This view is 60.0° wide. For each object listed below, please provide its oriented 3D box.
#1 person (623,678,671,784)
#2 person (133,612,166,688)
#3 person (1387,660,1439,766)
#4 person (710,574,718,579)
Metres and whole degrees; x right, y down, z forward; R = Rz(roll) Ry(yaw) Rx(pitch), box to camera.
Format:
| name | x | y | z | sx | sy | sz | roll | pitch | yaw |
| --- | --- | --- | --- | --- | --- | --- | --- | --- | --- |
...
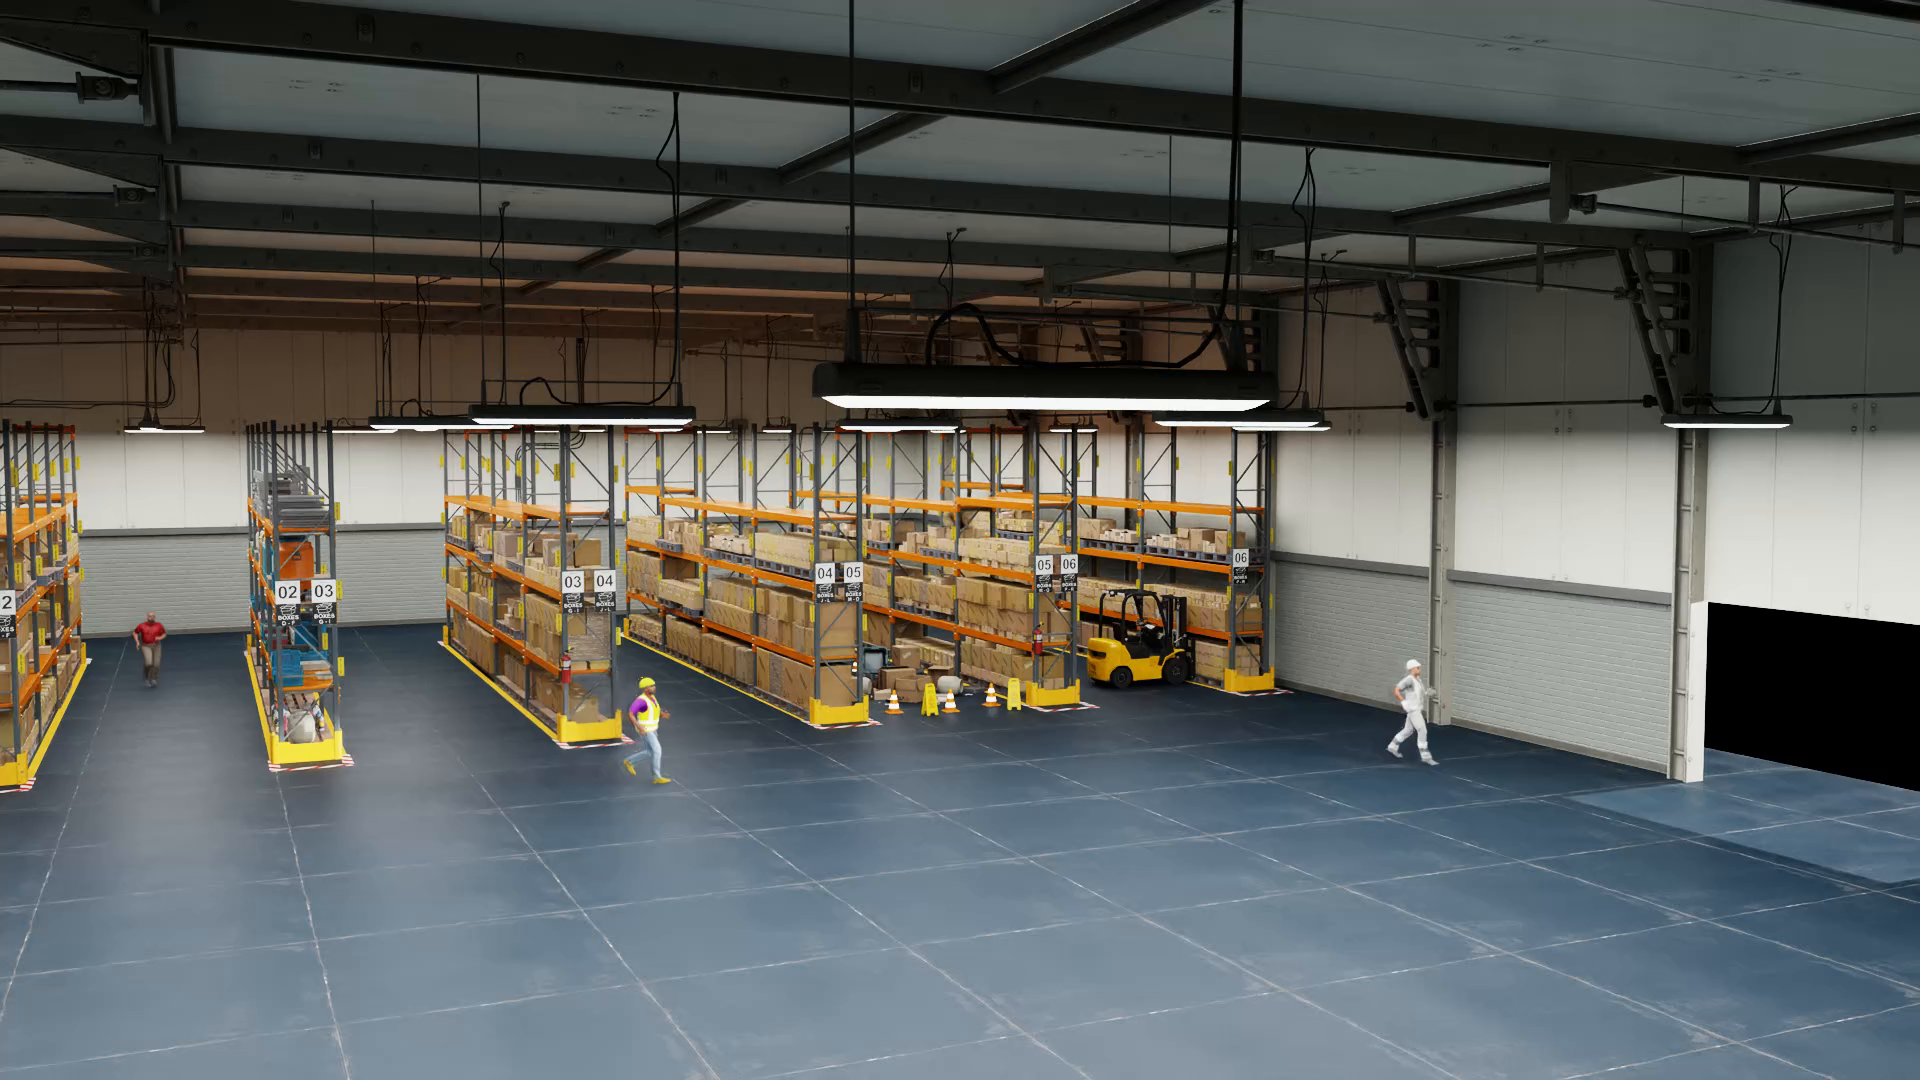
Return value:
| name | x | y | z | sx | sy | sz | roll | pitch | yaw |
| --- | --- | --- | --- | --- | --- | --- | --- | --- | --- |
| person | -5.179 | 3.134 | 27.378 | 0.831 | 1.742 | 0.705 | 1 | 4 | 10 |
| person | -18.413 | 2.506 | 37.870 | 0.639 | 1.739 | 0.703 | -3 | 4 | -37 |
| person | 7.920 | 2.988 | 28.988 | 0.915 | 1.805 | 0.656 | 2 | 4 | 28 |
| person | -7.310 | 1.819 | 50.161 | 0.607 | 1.577 | 0.566 | -1 | 4 | -18 |
